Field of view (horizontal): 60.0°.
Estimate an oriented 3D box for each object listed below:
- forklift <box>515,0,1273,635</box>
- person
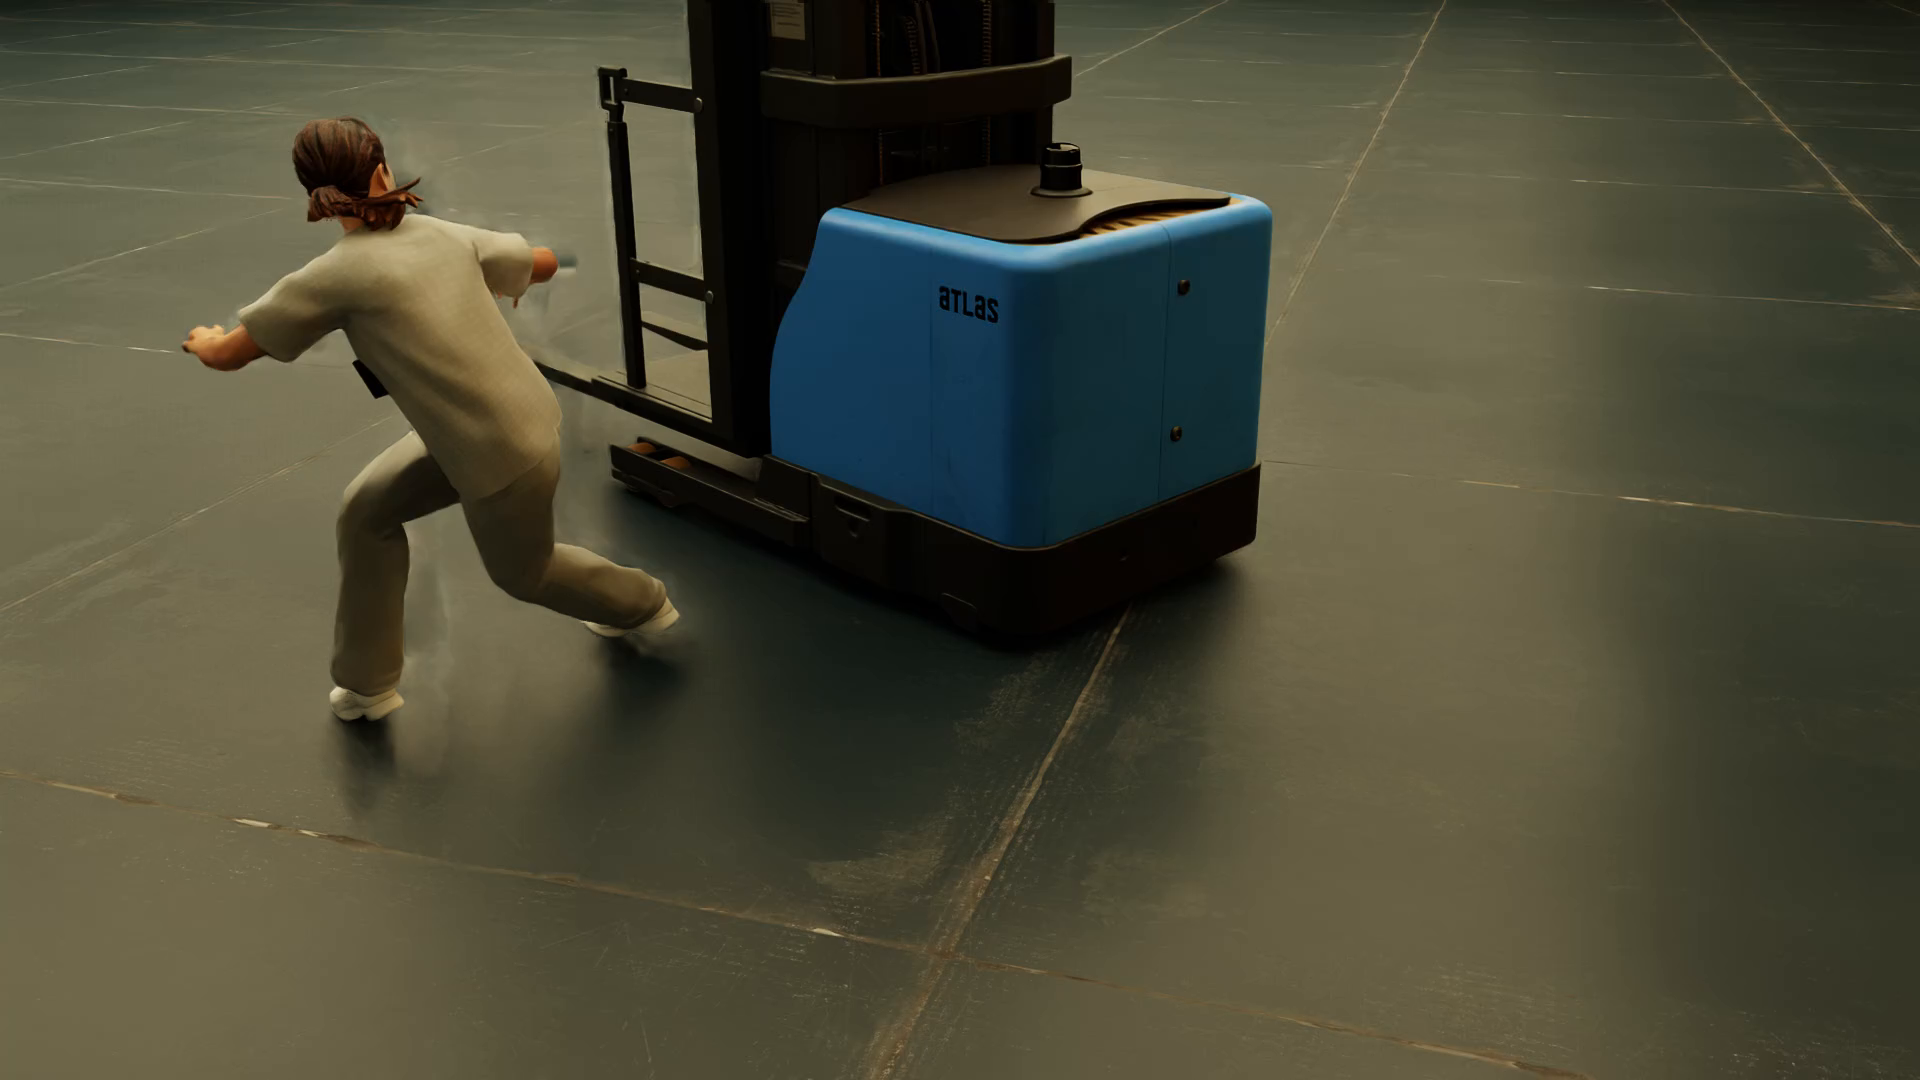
[{"bbox_3d":[-0.505,-1.578,5.101,1.130,2.935,3.031,-20,30,-40],"label":"forklift"},{"bbox_3d":[-1.260,-0.279,3.931,0.969,1.445,0.858,3,23,8],"label":"person"}]
